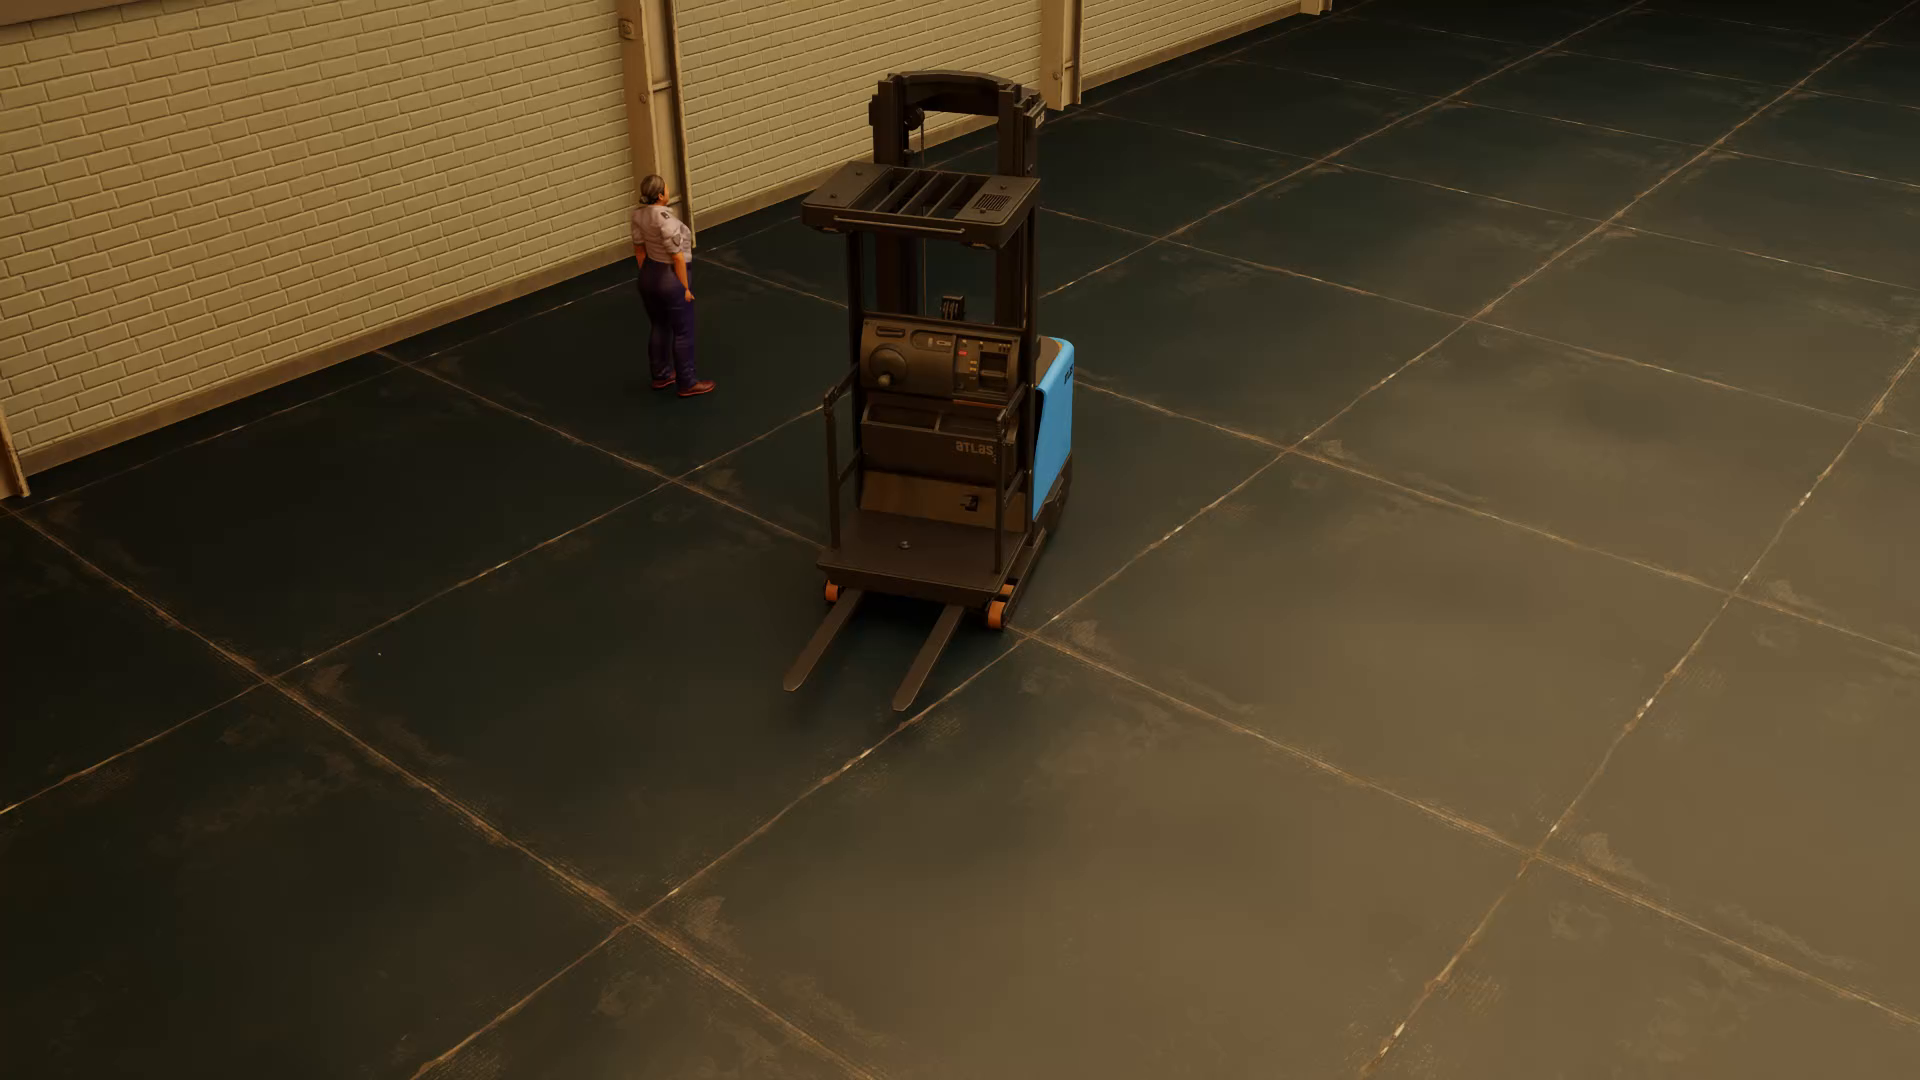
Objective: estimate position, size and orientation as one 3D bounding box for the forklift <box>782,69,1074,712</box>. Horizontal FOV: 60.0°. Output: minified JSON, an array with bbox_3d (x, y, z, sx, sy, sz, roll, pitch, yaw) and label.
[{"bbox_3d":[-0.176,-0.972,9.258,1.130,2.935,3.031,9,31,14],"label":"forklift"}]

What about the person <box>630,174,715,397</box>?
[{"bbox_3d":[-2.108,-1.847,12.036,0.476,1.650,0.364,21,36,31],"label":"person"}]
